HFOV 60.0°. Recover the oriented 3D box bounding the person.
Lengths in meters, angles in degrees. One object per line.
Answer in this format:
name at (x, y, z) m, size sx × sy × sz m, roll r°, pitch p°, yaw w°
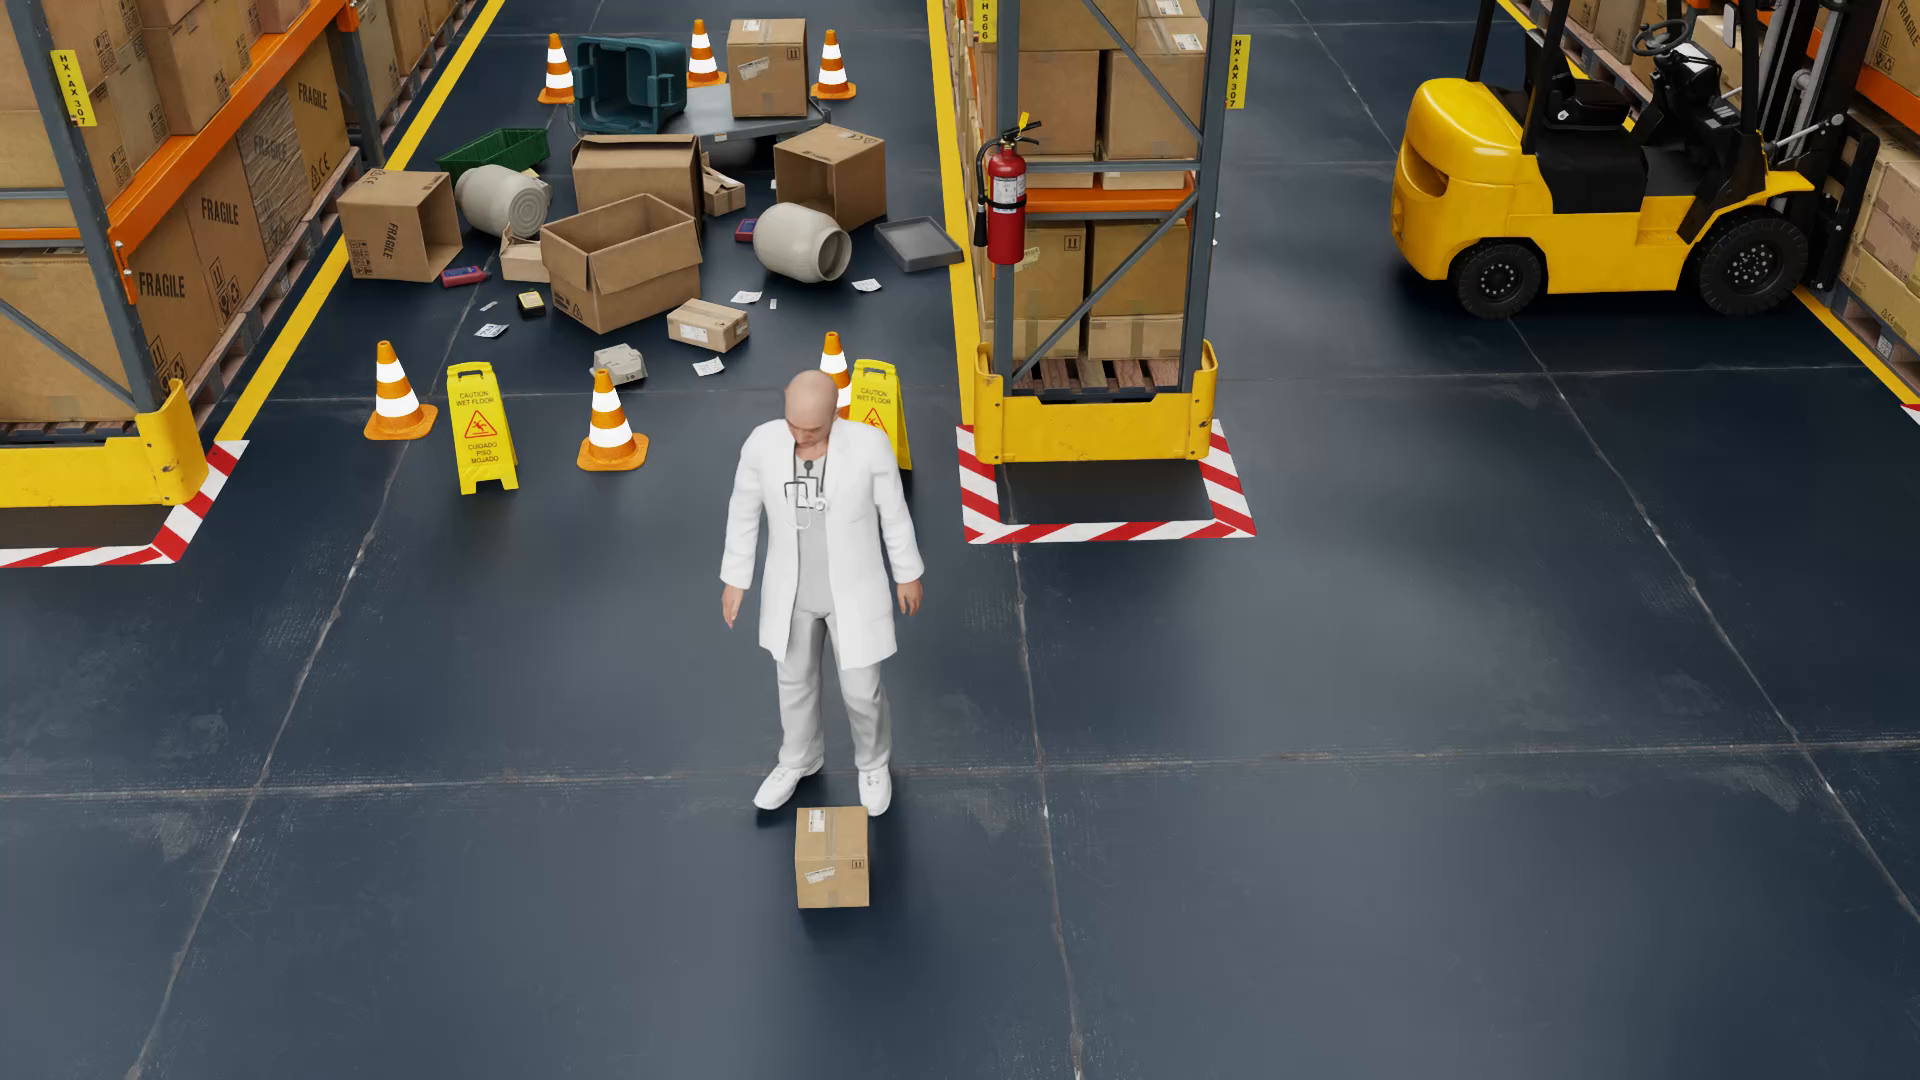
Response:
person at (-0.502, 0.206, 5.847) m, size 0.707 × 1.803 × 0.442 m, roll 6°, pitch 35°, yaw 9°
